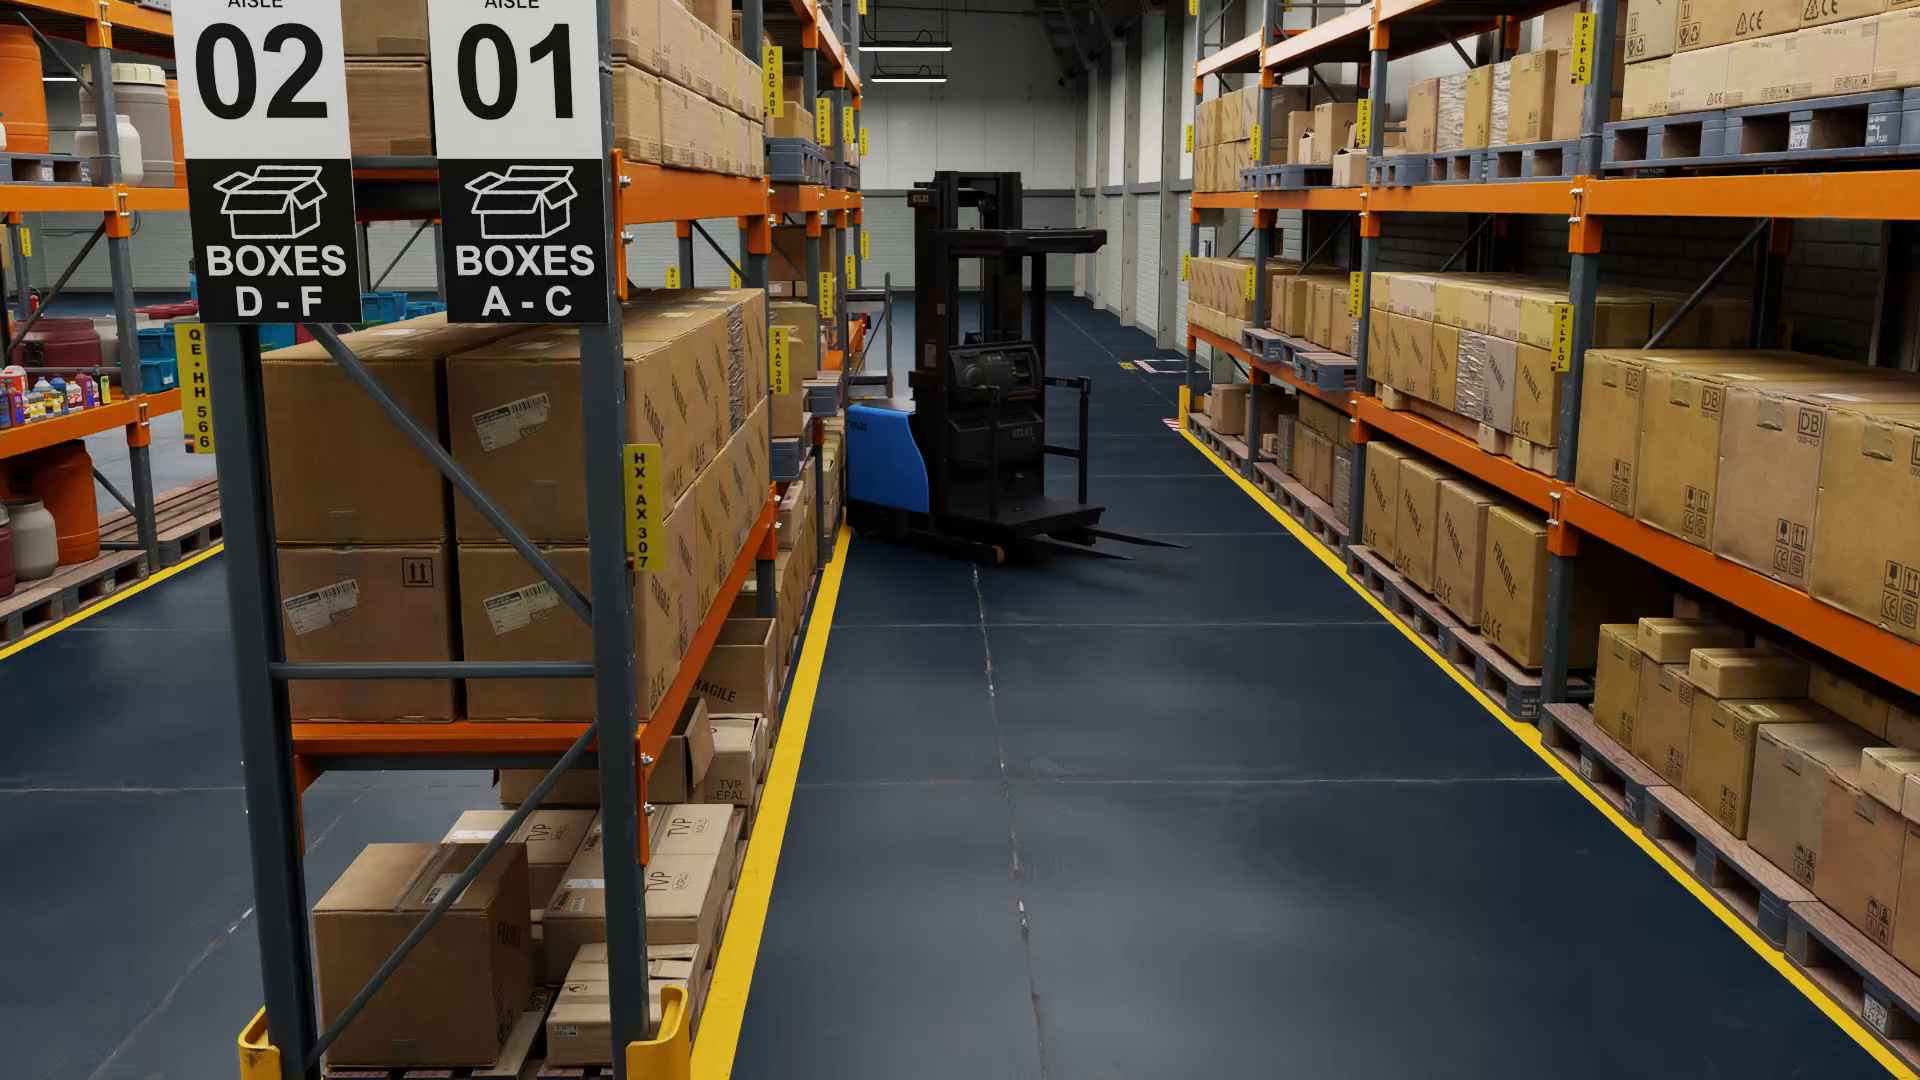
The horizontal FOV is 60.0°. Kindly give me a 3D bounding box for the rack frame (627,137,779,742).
[{"bbox_3d":[-1.435,-0.450,8.233,1.000,3.000,0.127,0,11,-1],"label":"rack frame"}]

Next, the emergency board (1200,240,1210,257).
[{"bbox_3d":[4.012,-4.405,27.728,0.194,1.169,0.643,0,11,-1],"label":"emergency board"}]

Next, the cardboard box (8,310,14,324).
[{"bbox_3d":[-11.375,-2.617,19.544,0.380,0.149,0.250,0,11,-1],"label":"cardboard box"}]

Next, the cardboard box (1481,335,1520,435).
[{"bbox_3d":[3.236,-0.868,9.242,0.500,0.500,0.500,0,11,-1],"label":"cardboard box"}]

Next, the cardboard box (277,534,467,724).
[{"bbox_3d":[-1.633,0.208,4.737,0.500,0.500,0.500,0,11,1],"label":"cardboard box"}]

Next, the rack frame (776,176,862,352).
[{"bbox_3d":[-1.683,-2.835,19.991,1.000,3.000,0.127,0,11,-1],"label":"rack frame"}]

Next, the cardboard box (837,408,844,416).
[{"bbox_3d":[-1.305,-1.094,15.856,0.500,0.311,0.500,0,11,-1],"label":"cardboard box"}]

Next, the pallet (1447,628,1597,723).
[{"bbox_3d":[3.427,0.742,9.369,1.003,0.211,1.213,0,11,-1],"label":"pallet"}]

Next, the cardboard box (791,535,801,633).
[{"bbox_3d":[-1.226,0.257,9.929,0.500,0.500,0.500,0,11,0],"label":"cardboard box"}]

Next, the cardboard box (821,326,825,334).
[{"bbox_3d":[-1.546,-1.869,15.605,0.500,0.250,0.500,0,11,2],"label":"cardboard box"}]

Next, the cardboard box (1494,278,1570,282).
[{"bbox_3d":[3.718,-1.544,10.691,0.500,0.250,0.500,-1,11,-3],"label":"cardboard box"}]

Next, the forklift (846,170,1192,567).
[{"bbox_3d":[0.429,-1.346,12.819,1.130,2.935,3.031,-11,16,-42],"label":"forklift"}]

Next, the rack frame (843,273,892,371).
[{"bbox_3d":[-0.789,-1.268,14.513,0.400,2.100,0.015,-1,11,-1],"label":"rack frame"}]

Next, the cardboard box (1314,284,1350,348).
[{"bbox_3d":[3.367,-1.872,13.883,0.700,0.500,0.500,0,11,-1],"label":"cardboard box"}]

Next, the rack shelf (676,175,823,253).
[{"bbox_3d":[-1.476,-1.965,9.966,1.077,0.370,4.000,0,11,-1],"label":"rack shelf"}]

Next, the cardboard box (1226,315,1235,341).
[{"bbox_3d":[3.038,-2.190,17.135,0.500,0.250,0.500,0,11,-1],"label":"cardboard box"}]

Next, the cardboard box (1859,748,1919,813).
[{"bbox_3d":[3.295,0.811,5.616,0.380,0.149,0.250,0,11,0],"label":"cardboard box"}]

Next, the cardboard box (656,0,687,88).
[{"bbox_3d":[-1.106,-1.499,4.979,0.500,0.250,0.500,0,11,-1],"label":"cardboard box"}]

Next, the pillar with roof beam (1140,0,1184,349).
[{"bbox_3d":[-0.403,-8.029,30.501,9.100,9.000,0.548,0,11,-1],"label":"pillar with roof beam"}]

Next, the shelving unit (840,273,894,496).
[{"bbox_3d":[-0.783,-1.221,14.273,0.431,2.100,0.503,-1,11,-1],"label":"shelving unit"}]

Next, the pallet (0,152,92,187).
[{"bbox_3d":[-6.552,-2.451,11.025,1.003,0.211,1.213,0,11,-1],"label":"pallet"}]

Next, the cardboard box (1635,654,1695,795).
[{"bbox_3d":[3.438,0.797,7.317,0.700,0.500,0.500,0,11,-2],"label":"cardboard box"}]

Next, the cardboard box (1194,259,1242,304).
[{"bbox_3d":[2.979,-2.966,19.075,0.500,0.500,0.500,0,11,-1],"label":"cardboard box"}]

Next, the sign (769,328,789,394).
[{"bbox_3d":[-0.892,-0.878,8.165,0.100,0.325,0.005,0,11,-1],"label":"sign"}]

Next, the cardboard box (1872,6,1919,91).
[{"bbox_3d":[3.308,-1.575,5.305,0.500,0.250,0.500,-1,11,-3],"label":"cardboard box"}]

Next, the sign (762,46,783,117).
[{"bbox_3d":[-0.892,-2.177,7.902,0.100,0.325,0.005,0,11,-1],"label":"sign"}]

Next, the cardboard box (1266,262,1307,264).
[{"bbox_3d":[3.518,-2.765,18.082,0.500,0.500,0.500,0,11,0],"label":"cardboard box"}]

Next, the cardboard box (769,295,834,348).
[{"bbox_3d":[-1.616,-2.177,16.496,0.700,0.500,0.500,-1,11,-3],"label":"cardboard box"}]

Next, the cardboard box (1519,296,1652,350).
[{"bbox_3d":[3.252,-1.135,8.673,0.500,0.250,0.500,0,11,0],"label":"cardboard box"}]

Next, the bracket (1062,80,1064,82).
[{"bbox_3d":[3.129,-13.823,50.010,0.076,0.066,3.189,0,11,-1],"label":"bracket"}]

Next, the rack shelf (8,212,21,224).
[{"bbox_3d":[-11.546,-3.515,17.608,1.077,0.370,4.000,0,11,-1],"label":"rack shelf"}]

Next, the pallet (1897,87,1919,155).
[{"bbox_3d":[3.575,-1.250,4.855,1.003,0.211,1.213,0,11,-1],"label":"pallet"}]

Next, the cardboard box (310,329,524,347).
[{"bbox_3d":[-1.647,-0.382,5.130,0.500,0.500,0.500,0,11,0],"label":"cardboard box"}]

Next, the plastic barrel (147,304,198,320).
[{"bbox_3d":[-6.737,-1.750,14.301,0.433,0.535,0.433,0,11,0],"label":"plastic barrel"}]

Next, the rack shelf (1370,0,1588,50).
[{"bbox_3d":[3.476,-3.260,9.811,1.077,0.370,4.000,0,11,-1],"label":"rack shelf"}]

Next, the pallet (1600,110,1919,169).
[{"bbox_3d":[3.524,-1.735,7.246,1.003,0.211,1.213,0,11,-1],"label":"pallet"}]

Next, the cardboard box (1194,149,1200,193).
[{"bbox_3d":[3.027,-4.318,19.452,0.500,0.500,0.500,0,11,0],"label":"cardboard box"}]

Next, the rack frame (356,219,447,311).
[{"bbox_3d":[-6.635,-2.816,19.894,1.000,3.000,0.127,0,11,-1],"label":"rack frame"}]

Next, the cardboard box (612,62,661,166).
[{"bbox_3d":[-1.109,-1.155,4.539,0.500,0.250,0.500,0,11,-1],"label":"cardboard box"}]

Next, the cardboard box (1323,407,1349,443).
[{"bbox_3d":[3.403,-0.983,14.155,0.500,0.250,0.500,0,11,-1],"label":"cardboard box"}]

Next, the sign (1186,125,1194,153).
[{"bbox_3d":[2.727,-4.753,19.699,0.100,0.325,0.005,0,11,-1],"label":"sign"}]

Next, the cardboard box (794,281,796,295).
[{"bbox_3d":[-1.823,-2.510,16.502,0.380,0.149,0.250,0,11,-2],"label":"cardboard box"}]

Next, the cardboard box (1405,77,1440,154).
[{"bbox_3d":[3.502,-2.907,11.439,0.700,0.500,0.500,-1,12,-6],"label":"cardboard box"}]

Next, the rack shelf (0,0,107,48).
[{"bbox_3d":[-6.428,-3.220,9.611,1.077,0.370,4.000,0,11,-1],"label":"rack shelf"}]

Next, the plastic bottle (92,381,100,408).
[{"bbox_3d":[-6.051,-1.027,11.574,0.097,0.201,0.097,0,11,0],"label":"plastic bottle"}]

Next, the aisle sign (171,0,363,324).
[{"bbox_3d":[-1.657,-0.914,3.982,0.394,0.787,0.004,0,11,-1],"label":"aisle sign"}]

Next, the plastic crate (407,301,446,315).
[{"bbox_3d":[-6.326,-2.645,19.425,0.499,0.251,0.616,0,11,-1],"label":"plastic crate"}]

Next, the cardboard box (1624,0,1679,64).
[{"bbox_3d":[3.252,-2.347,7.223,0.500,0.500,0.500,0,11,-2],"label":"cardboard box"}]

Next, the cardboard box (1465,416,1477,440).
[{"bbox_3d":[3.245,-0.677,9.931,0.380,0.149,0.250,-1,11,-3],"label":"cardboard box"}]

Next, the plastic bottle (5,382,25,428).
[{"bbox_3d":[-6.011,-0.862,10.560,0.061,0.283,0.133,0,11,-1],"label":"plastic bottle"}]

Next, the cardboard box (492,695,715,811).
[{"bbox_3d":[-1.391,0.931,6.597,0.797,0.503,0.637,0,11,-1],"label":"cardboard box"}]

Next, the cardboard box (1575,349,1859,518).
[{"bbox_3d":[3.513,-0.510,7.775,0.980,0.700,0.700,0,11,0],"label":"cardboard box"}]

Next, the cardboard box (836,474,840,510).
[{"bbox_3d":[-1.263,-0.412,13.905,0.500,0.250,0.500,-1,11,-3],"label":"cardboard box"}]

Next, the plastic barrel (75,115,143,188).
[{"bbox_3d":[-6.170,-2.813,12.057,0.421,0.512,0.421,0,11,0],"label":"plastic barrel"}]
